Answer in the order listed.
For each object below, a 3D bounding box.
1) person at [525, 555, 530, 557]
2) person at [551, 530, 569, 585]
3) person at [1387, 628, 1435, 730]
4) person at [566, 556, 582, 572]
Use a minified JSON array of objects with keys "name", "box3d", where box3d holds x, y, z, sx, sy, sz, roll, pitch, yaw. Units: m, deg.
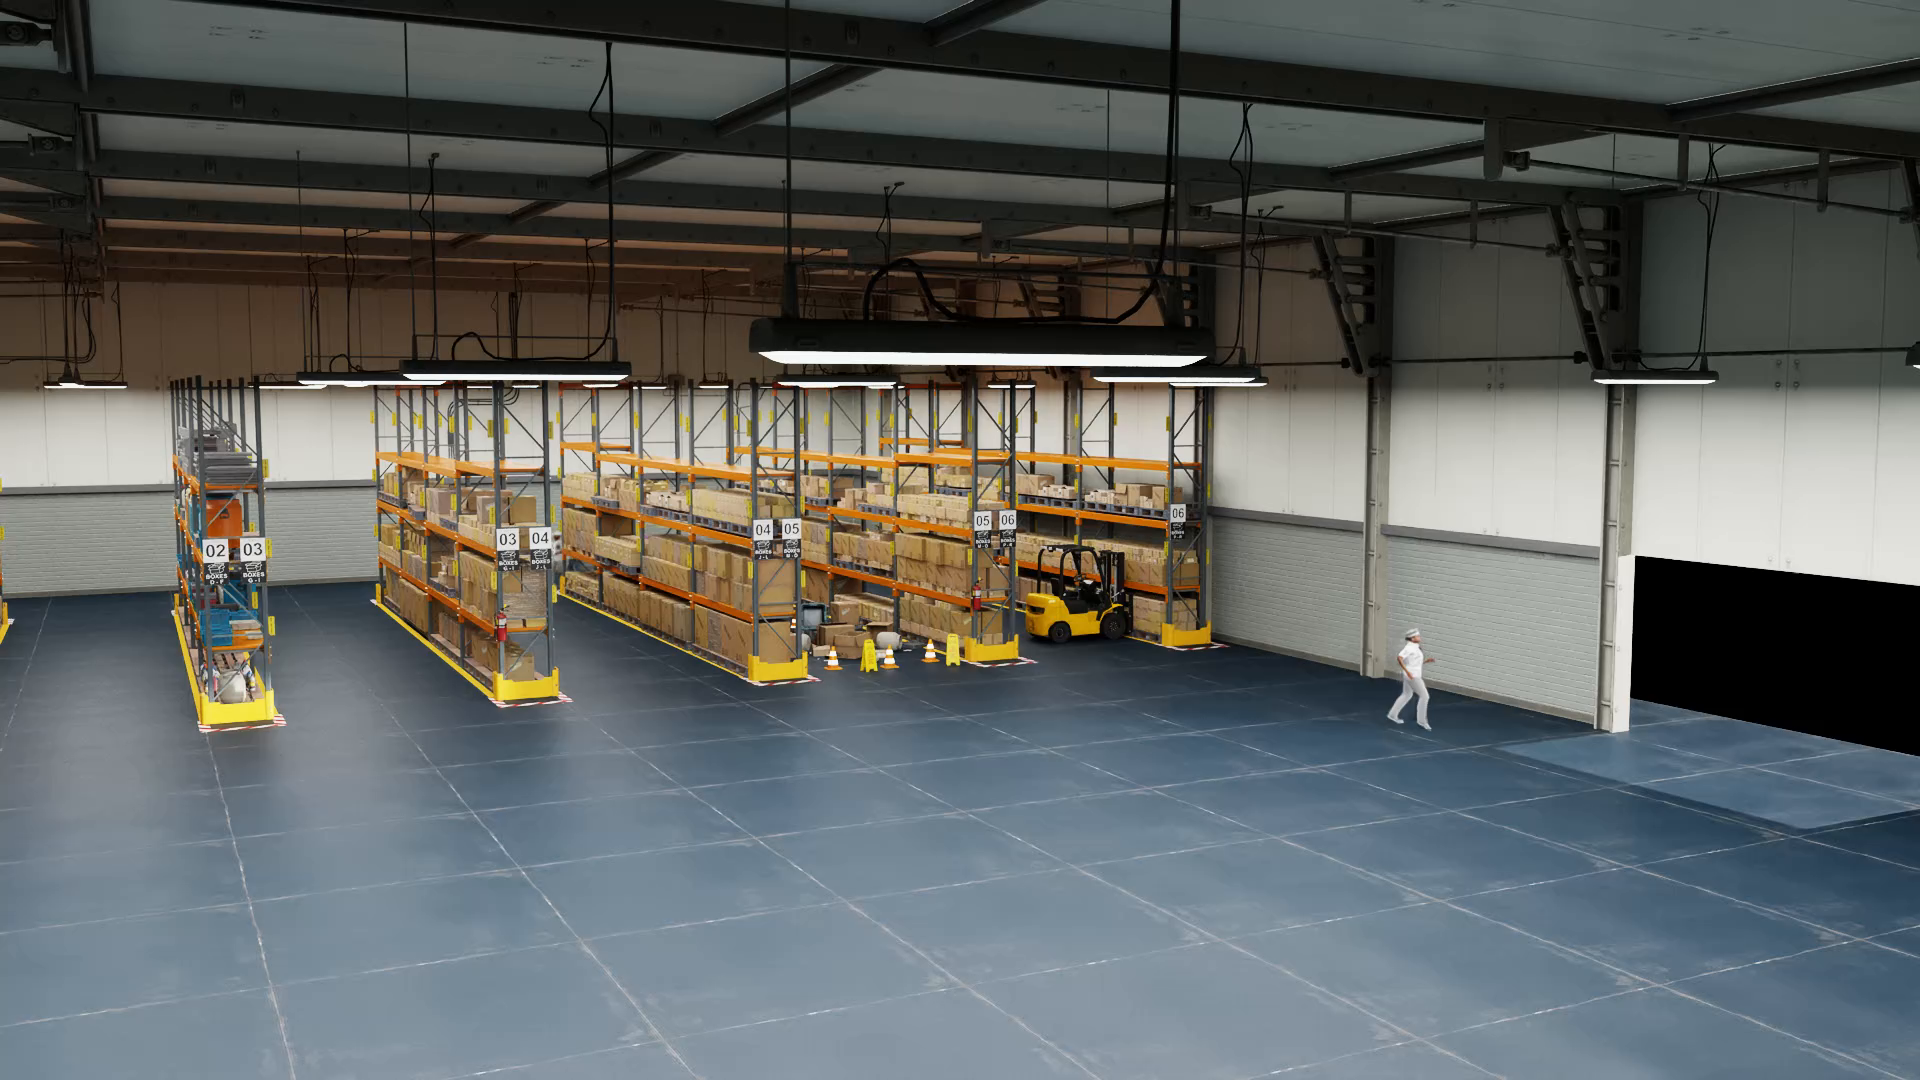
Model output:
[{"name":"person","box3d":[-12.366,0.716,46.633,0.716,1.777,0.899,0,5,0]},{"name":"person","box3d":[-11.642,0.581,48.493,0.828,1.775,0.794,-2,6,-26]},{"name":"person","box3d":[7.687,2.362,28.319,0.777,1.756,0.547,1,5,12]},{"name":"person","box3d":[-11.226,0.535,48.660,0.563,1.747,0.712,-4,6,-35]}]
